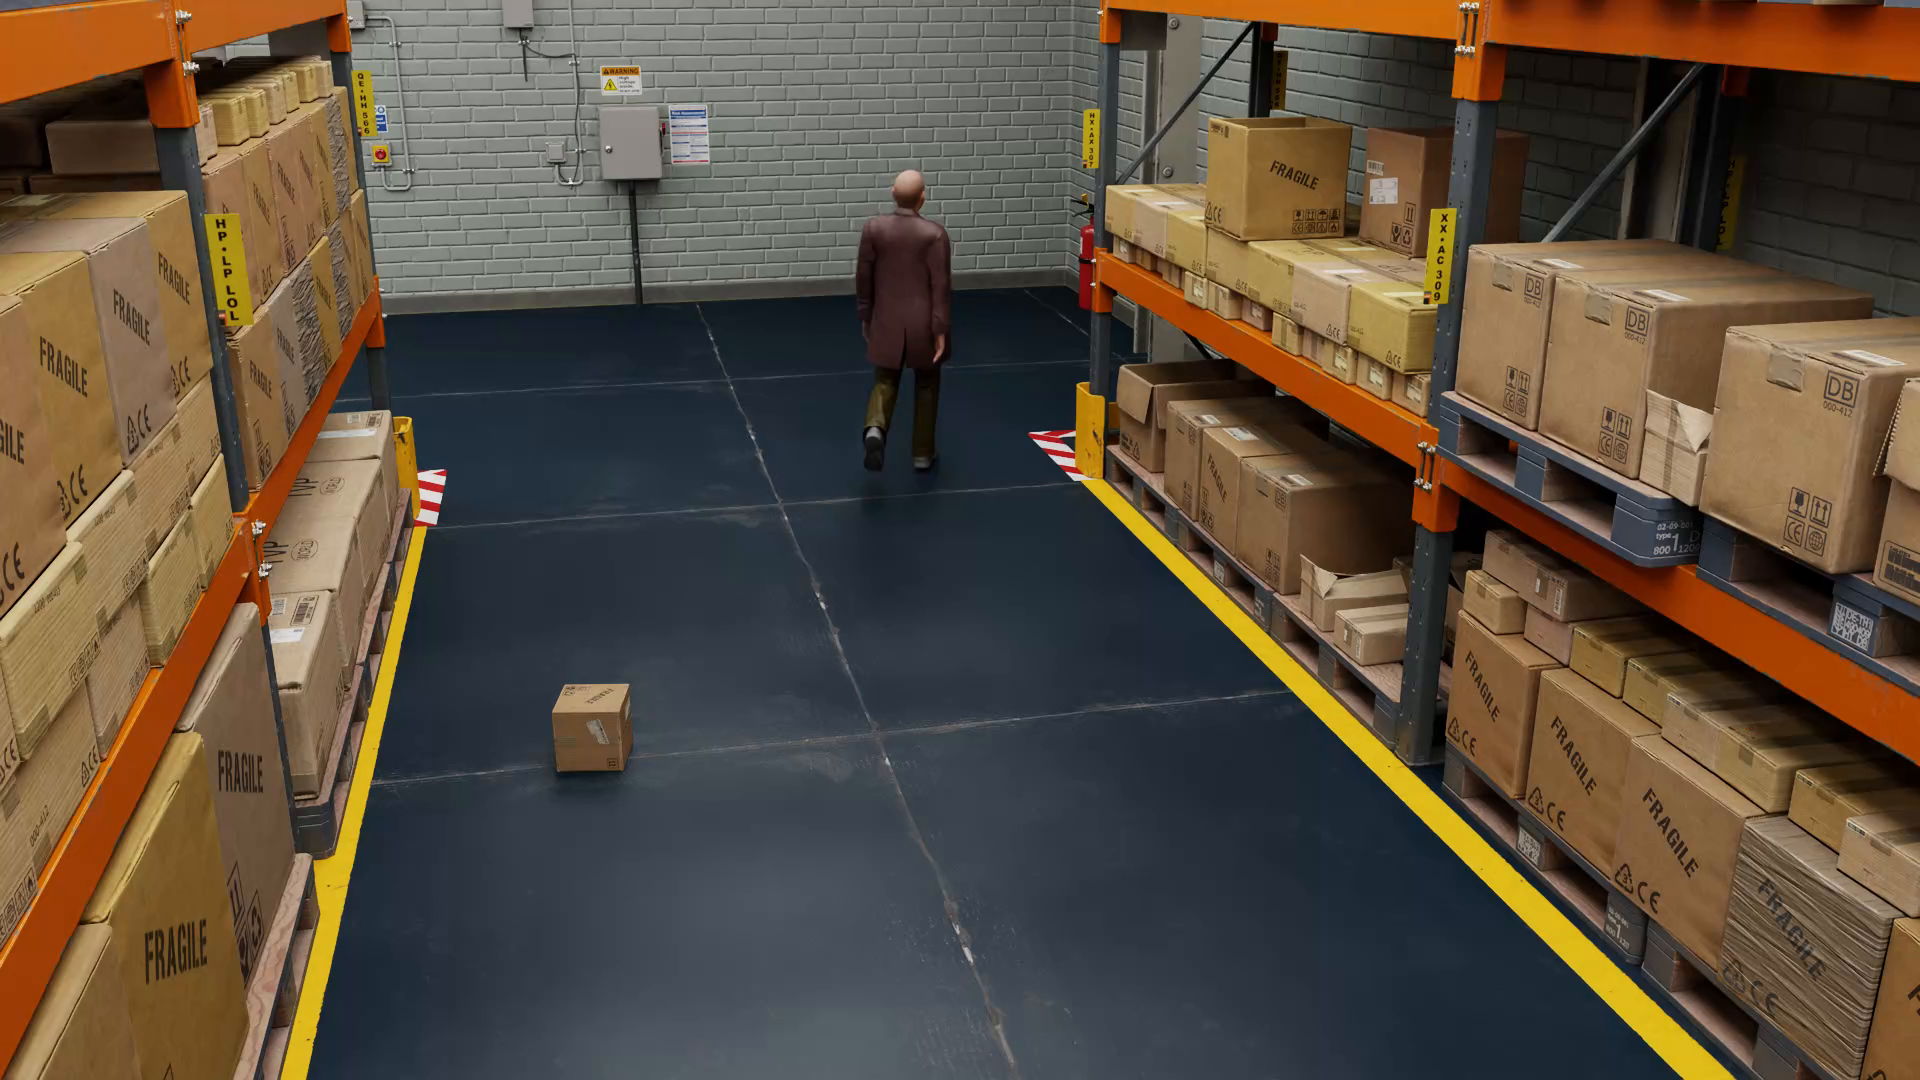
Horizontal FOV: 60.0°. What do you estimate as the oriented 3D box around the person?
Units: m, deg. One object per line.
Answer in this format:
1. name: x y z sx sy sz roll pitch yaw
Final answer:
1. person: -0.336 -1.229 9.567 0.589 1.753 0.900 3 20 9
